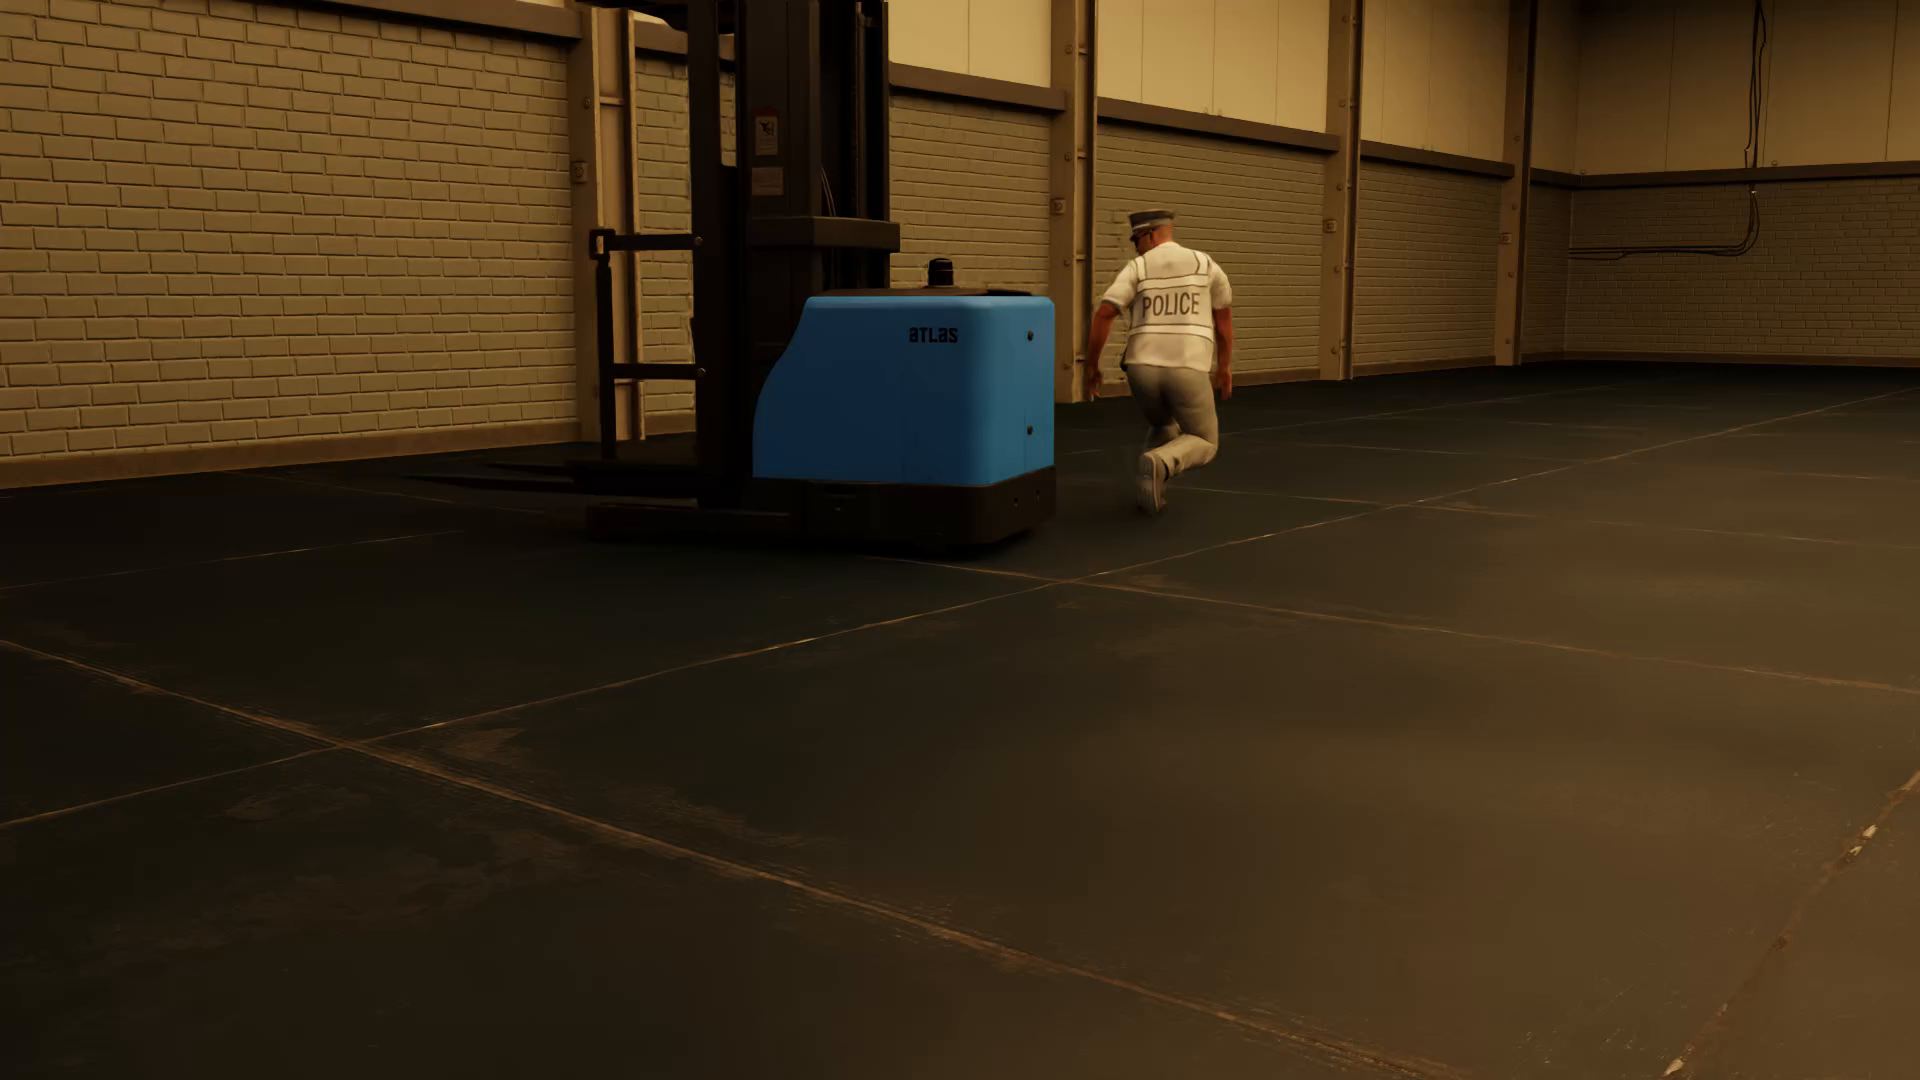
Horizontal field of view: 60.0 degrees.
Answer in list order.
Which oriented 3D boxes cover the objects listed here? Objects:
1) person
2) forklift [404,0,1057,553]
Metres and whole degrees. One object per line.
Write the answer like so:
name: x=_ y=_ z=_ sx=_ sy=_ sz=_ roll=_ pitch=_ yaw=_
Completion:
person: x=0.981 y=-0.896 z=8.377 sx=0.698 sy=1.537 sz=0.722 roll=3 pitch=9 yaw=20
forklift: x=-1.128 y=-1.503 z=7.556 sx=3.031 sy=2.935 sz=1.130 roll=3 pitch=9 yaw=20
